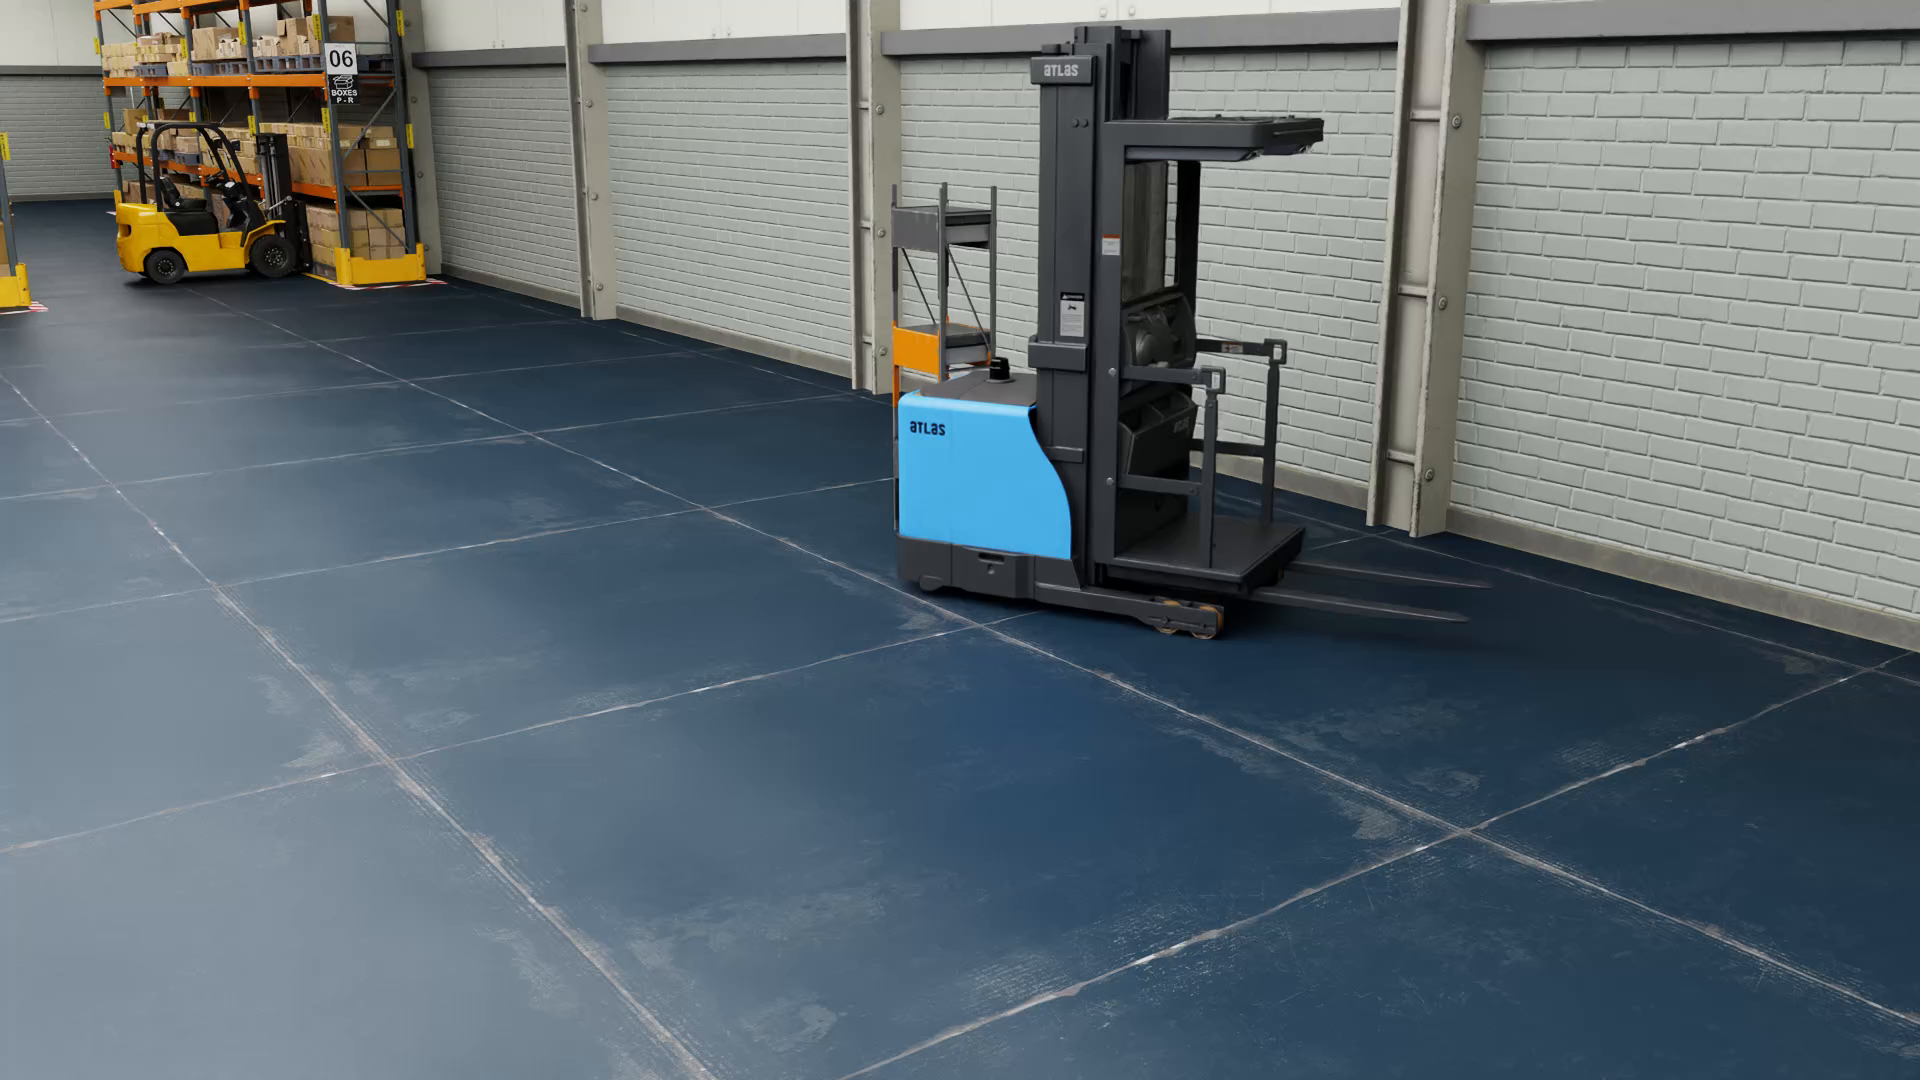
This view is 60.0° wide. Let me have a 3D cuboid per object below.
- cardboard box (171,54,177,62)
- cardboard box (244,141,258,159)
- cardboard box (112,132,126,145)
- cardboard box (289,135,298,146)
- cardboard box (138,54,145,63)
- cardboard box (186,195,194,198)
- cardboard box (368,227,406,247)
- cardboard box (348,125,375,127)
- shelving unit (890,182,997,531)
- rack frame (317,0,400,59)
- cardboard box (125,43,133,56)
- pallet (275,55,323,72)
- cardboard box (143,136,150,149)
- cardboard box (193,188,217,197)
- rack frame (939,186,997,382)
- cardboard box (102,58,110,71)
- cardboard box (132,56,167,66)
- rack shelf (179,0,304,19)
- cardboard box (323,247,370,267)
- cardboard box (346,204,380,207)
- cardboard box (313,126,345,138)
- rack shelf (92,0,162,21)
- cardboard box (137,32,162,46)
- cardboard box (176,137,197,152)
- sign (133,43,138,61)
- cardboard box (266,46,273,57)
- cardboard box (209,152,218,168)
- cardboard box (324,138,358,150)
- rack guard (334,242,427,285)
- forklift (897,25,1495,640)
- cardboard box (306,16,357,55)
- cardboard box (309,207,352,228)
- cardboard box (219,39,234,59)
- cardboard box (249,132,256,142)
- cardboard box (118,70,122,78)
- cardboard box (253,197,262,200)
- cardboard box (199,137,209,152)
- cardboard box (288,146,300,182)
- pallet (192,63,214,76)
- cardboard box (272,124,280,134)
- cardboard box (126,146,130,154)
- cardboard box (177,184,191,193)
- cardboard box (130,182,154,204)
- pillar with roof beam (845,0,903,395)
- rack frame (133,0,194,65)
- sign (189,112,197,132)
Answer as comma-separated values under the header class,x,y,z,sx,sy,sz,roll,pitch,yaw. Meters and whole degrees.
class,x,y,z,sx,sy,sz,roll,pitch,yaw
cardboard box,-13.961,-8.674,29.931,0.380,0.149,0.250,-10,18,-33
cardboard box,-10.966,-6.170,26.273,0.500,0.250,0.500,-11,19,-36
cardboard box,-17.477,-8.430,34.917,0.500,0.250,0.500,-11,19,-34
cardboard box,-9.602,-5.855,24.366,0.380,0.149,0.250,-11,19,-36
cardboard box,-15.196,-9.034,31.211,0.380,0.149,0.250,-11,19,-34
cardboard box,-13.840,-6.063,30.487,0.500,0.500,0.500,-10,18,-32
cardboard box,-8.227,-4.332,23.686,0.500,0.250,0.500,-10,18,-34
cardboard box,-8.570,-5.861,23.828,0.380,0.149,0.250,-11,19,-34
shelving unit,-0.097,-1.048,9.928,0.431,2.100,0.503,-11,19,-35
rack frame,-8.118,-7.975,22.168,1.000,3.000,0.127,-11,19,-35
cardboard box,-15.971,-9.580,32.489,0.500,0.250,0.500,-11,19,-35
pallet,-9.234,-6.901,24.095,1.003,0.211,1.213,-11,19,-35
cardboard box,-15.671,-7.786,32.562,0.500,0.250,0.500,-10,18,-33
cardboard box,-13.622,-6.282,30.058,0.380,0.149,0.250,-12,19,-36
rack frame,0.046,-0.996,9.738,0.400,2.100,0.015,-11,19,-35
cardboard box,-17.486,-9.879,34.526,0.500,0.250,0.500,-11,19,-35
cardboard box,-15.660,-9.226,32.141,0.500,0.250,0.500,-11,19,-34
rack shelf,-11.646,-8.716,26.997,1.077,0.370,4.000,-11,19,-35
cardboard box,-8.650,-4.009,23.455,0.500,0.250,0.500,-11,19,-34
cardboard box,-8.830,-4.787,24.402,0.500,0.250,0.500,-11,19,-35
cardboard box,-8.845,-5.729,23.345,0.380,0.149,0.250,-10,18,-33
rack shelf,-16.350,-10.616,33.186,1.077,0.370,4.000,-11,19,-35
cardboard box,-15.279,-9.445,31.364,0.396,0.266,0.258,-11,19,-35
cardboard box,-13.704,-7.095,29.805,0.500,0.250,0.500,-12,19,-37
sign,-15.608,-9.254,31.544,0.100,0.325,0.005,-11,19,-35
cardboard box,-10.000,-7.205,24.527,0.380,0.149,0.250,-10,18,-33
cardboard box,-12.467,-6.477,28.341,0.500,0.250,0.500,-11,19,-36
cardboard box,-8.549,-5.473,22.973,0.380,0.149,0.250,-11,19,-34
rack guard,-8.104,-3.871,23.271,1.175,0.500,0.348,-11,19,-35
forklift,1.204,-1.077,8.461,3.031,2.935,1.130,8,17,27
cardboard box,-8.576,-6.884,22.689,0.500,0.500,0.500,-10,18,-33
cardboard box,-8.946,-4.598,23.713,0.500,0.250,0.500,-10,18,-34
cardboard box,-11.544,-7.871,26.653,0.500,0.311,0.500,-12,19,-36
cardboard box,-11.017,-6.387,26.314,0.380,0.149,0.250,-11,19,-35
cardboard box,-16.704,-9.377,33.448,0.380,0.149,0.250,-11,19,-34
cardboard box,-11.680,-5.430,27.935,0.875,0.625,0.625,-12,19,-37
cardboard box,-12.779,-6.822,28.656,0.500,0.250,0.500,-11,19,-35
cardboard box,-9.524,-5.521,24.377,0.500,0.500,0.500,-11,19,-34
pallet,-12.351,-8.014,28.352,1.213,0.211,1.003,-10,18,-32
cardboard box,-10.070,-6.160,24.920,0.380,0.149,0.250,-10,18,-33
cardboard box,-16.837,-7.981,34.031,0.380,0.149,0.250,-12,19,-36
cardboard box,-14.504,-6.620,31.292,0.380,0.149,0.250,-11,19,-35
cardboard box,-16.772,-7.161,34.498,0.700,0.500,0.500,-10,18,-32
pillar with roof beam,-4.225,-5.033,11.419,9.100,9.000,0.400,-11,19,-35
rack frame,-15.174,-10.537,31.530,1.000,3.000,0.127,-11,19,-35
sign,-13.255,-7.224,28.744,0.100,0.325,0.005,-11,19,-35
